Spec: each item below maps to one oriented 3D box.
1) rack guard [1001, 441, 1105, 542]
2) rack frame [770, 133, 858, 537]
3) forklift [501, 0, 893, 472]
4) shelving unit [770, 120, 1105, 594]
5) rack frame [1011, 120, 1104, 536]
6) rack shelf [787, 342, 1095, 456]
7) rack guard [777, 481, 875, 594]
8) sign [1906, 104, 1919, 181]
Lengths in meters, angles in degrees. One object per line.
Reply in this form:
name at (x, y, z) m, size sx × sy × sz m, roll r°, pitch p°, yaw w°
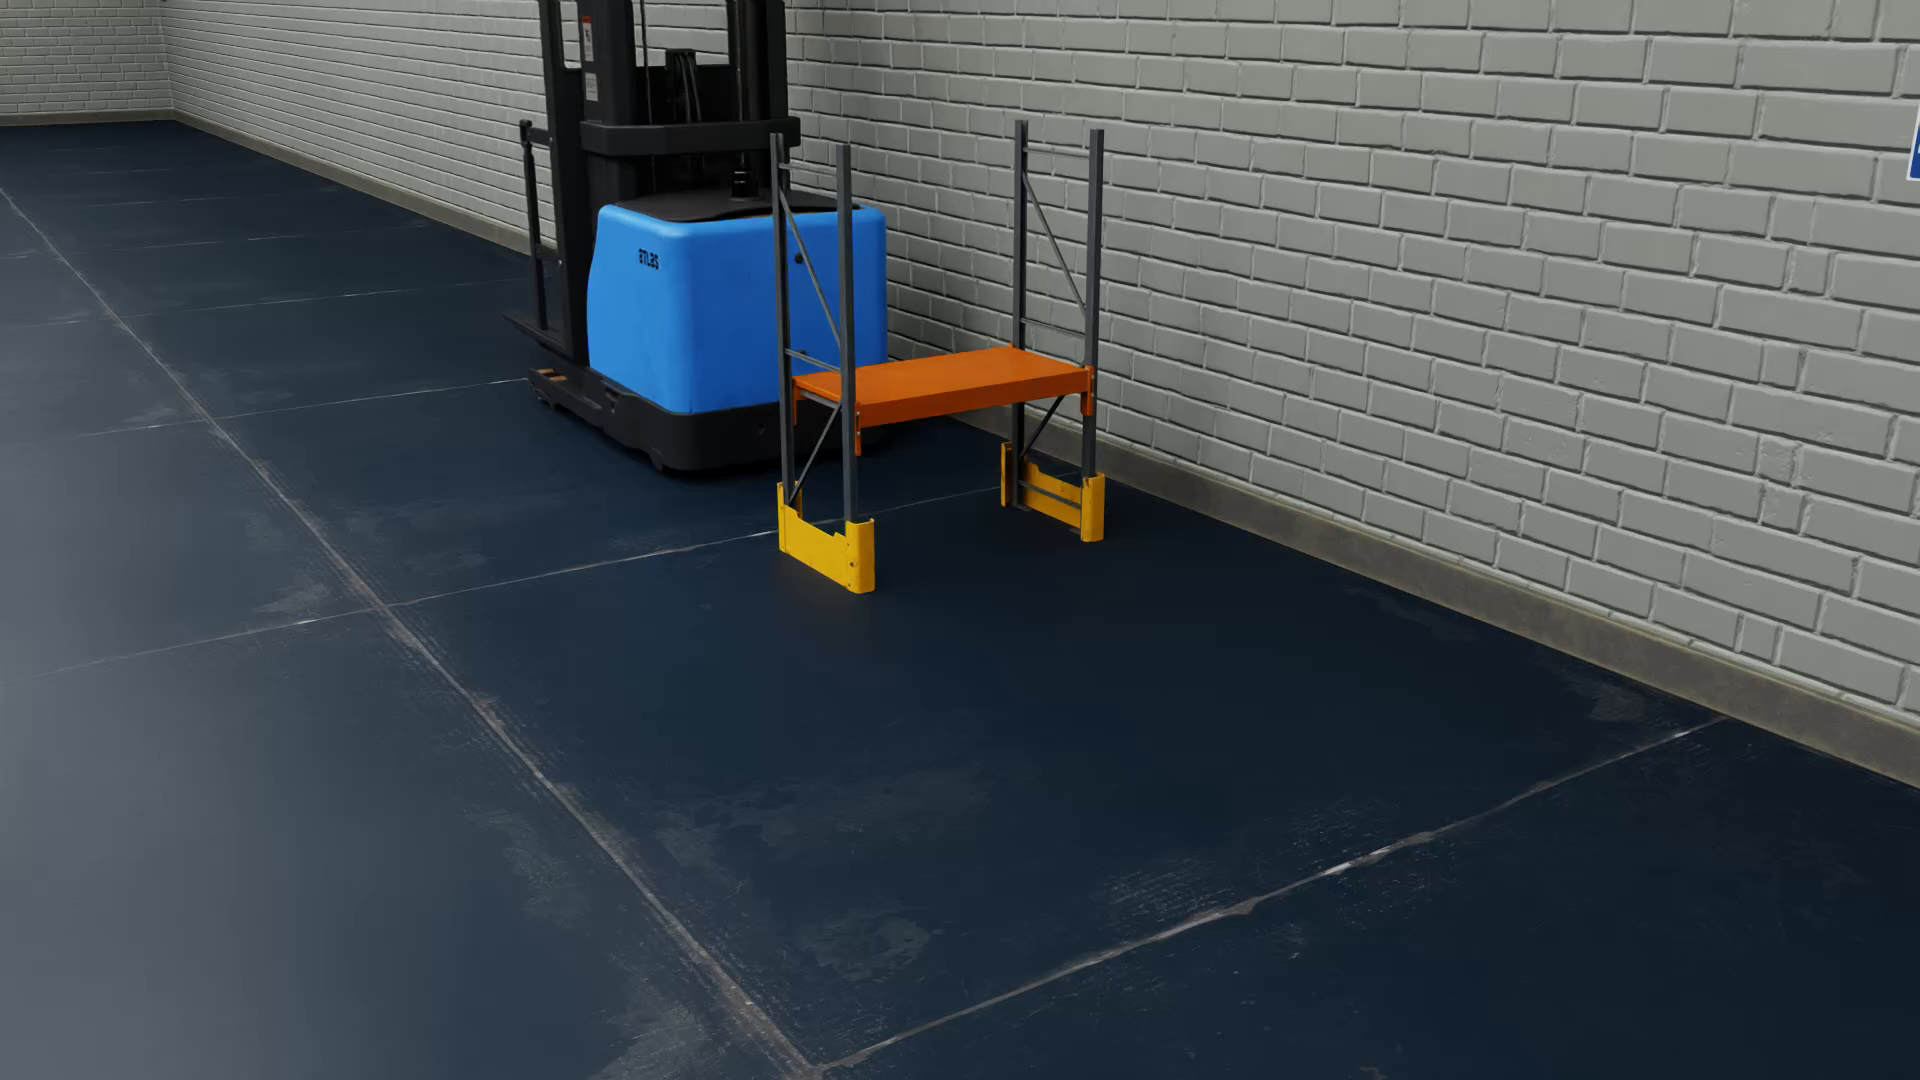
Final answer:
rack guard at (0.352, -0.193, 6.425) m, size 0.087 × 0.250 × 0.587 m, roll -12°, pitch 22°, yaw -31°
rack frame at (-0.496, -0.606, 5.695) m, size 0.032 × 1.500 × 0.500 m, roll -12°, pitch 22°, yaw -31°
forklift at (-1.495, -2.094, 7.863) m, size 1.130 × 2.935 × 3.031 m, roll -11°, pitch 22°, yaw -30°
shelving unit at (-0.064, -0.697, 5.965) m, size 1.083 × 1.500 × 0.587 m, roll -12°, pitch 22°, yaw -31°
rack frame at (0.353, -0.785, 6.225) m, size 0.032 × 1.500 × 0.500 m, roll -12°, pitch 22°, yaw -31°
rack shelf at (-0.071, -0.525, 6.018) m, size 1.000 × 0.185 × 0.538 m, roll -12°, pitch 22°, yaw -31°
rack guard at (-0.480, -0.017, 5.906) m, size 0.087 × 0.250 × 0.587 m, roll -12°, pitch 22°, yaw -31°
sign at (2.429, -0.950, 3.948) m, size 0.001 × 0.218 × 0.327 m, roll -12°, pitch 22°, yaw -31°
